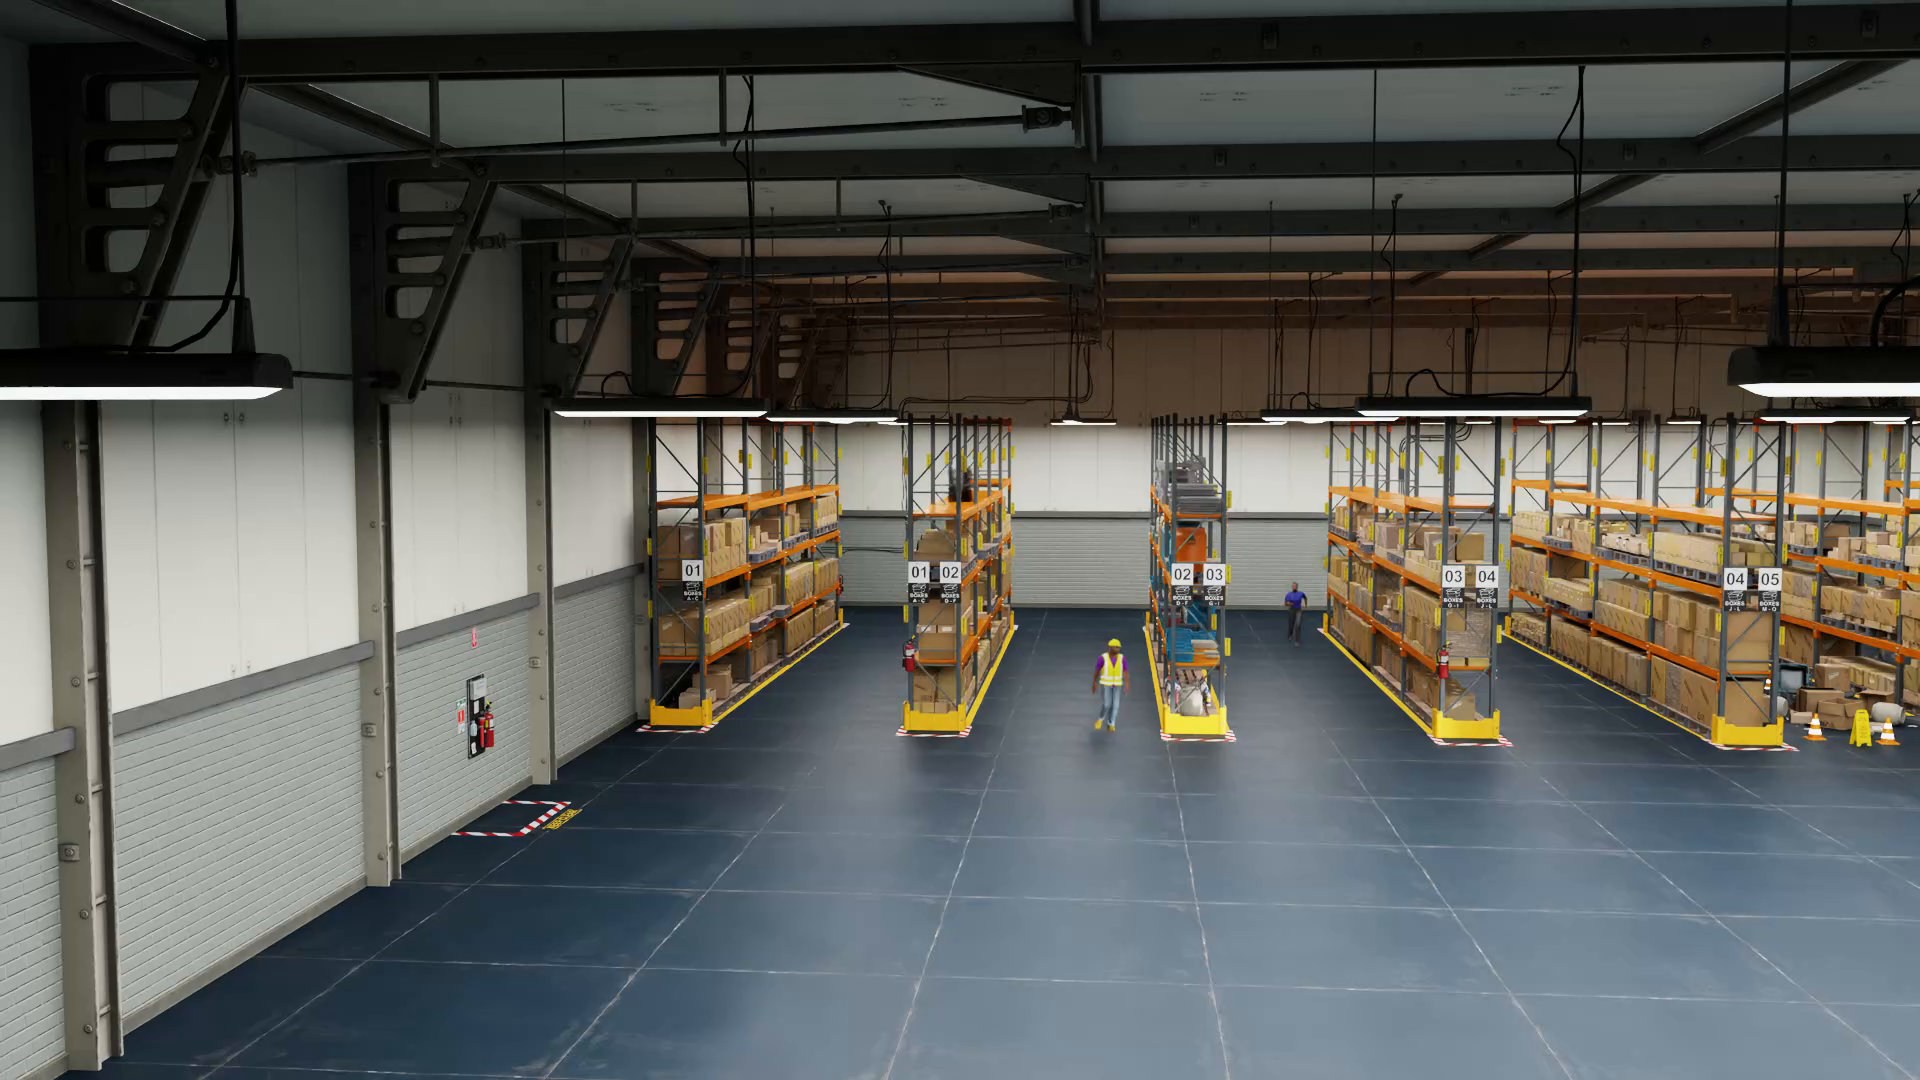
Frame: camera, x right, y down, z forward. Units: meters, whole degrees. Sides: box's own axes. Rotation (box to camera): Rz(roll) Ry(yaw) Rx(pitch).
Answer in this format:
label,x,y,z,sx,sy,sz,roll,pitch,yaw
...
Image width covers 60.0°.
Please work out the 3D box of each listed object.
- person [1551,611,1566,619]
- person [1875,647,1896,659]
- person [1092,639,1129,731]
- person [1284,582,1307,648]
label,x,y,z,sx,sy,sz,roll,pitch,yaw
person,16.950,1.670,47.547,0.873,1.673,0.618,-1,4,-9
person,22.890,2.152,41.120,0.569,1.639,0.723,-1,4,-14
person,2.835,2.725,31.248,0.660,1.741,0.495,-1,4,-12
person,8.844,1.955,43.819,0.592,1.699,0.896,1,4,12
